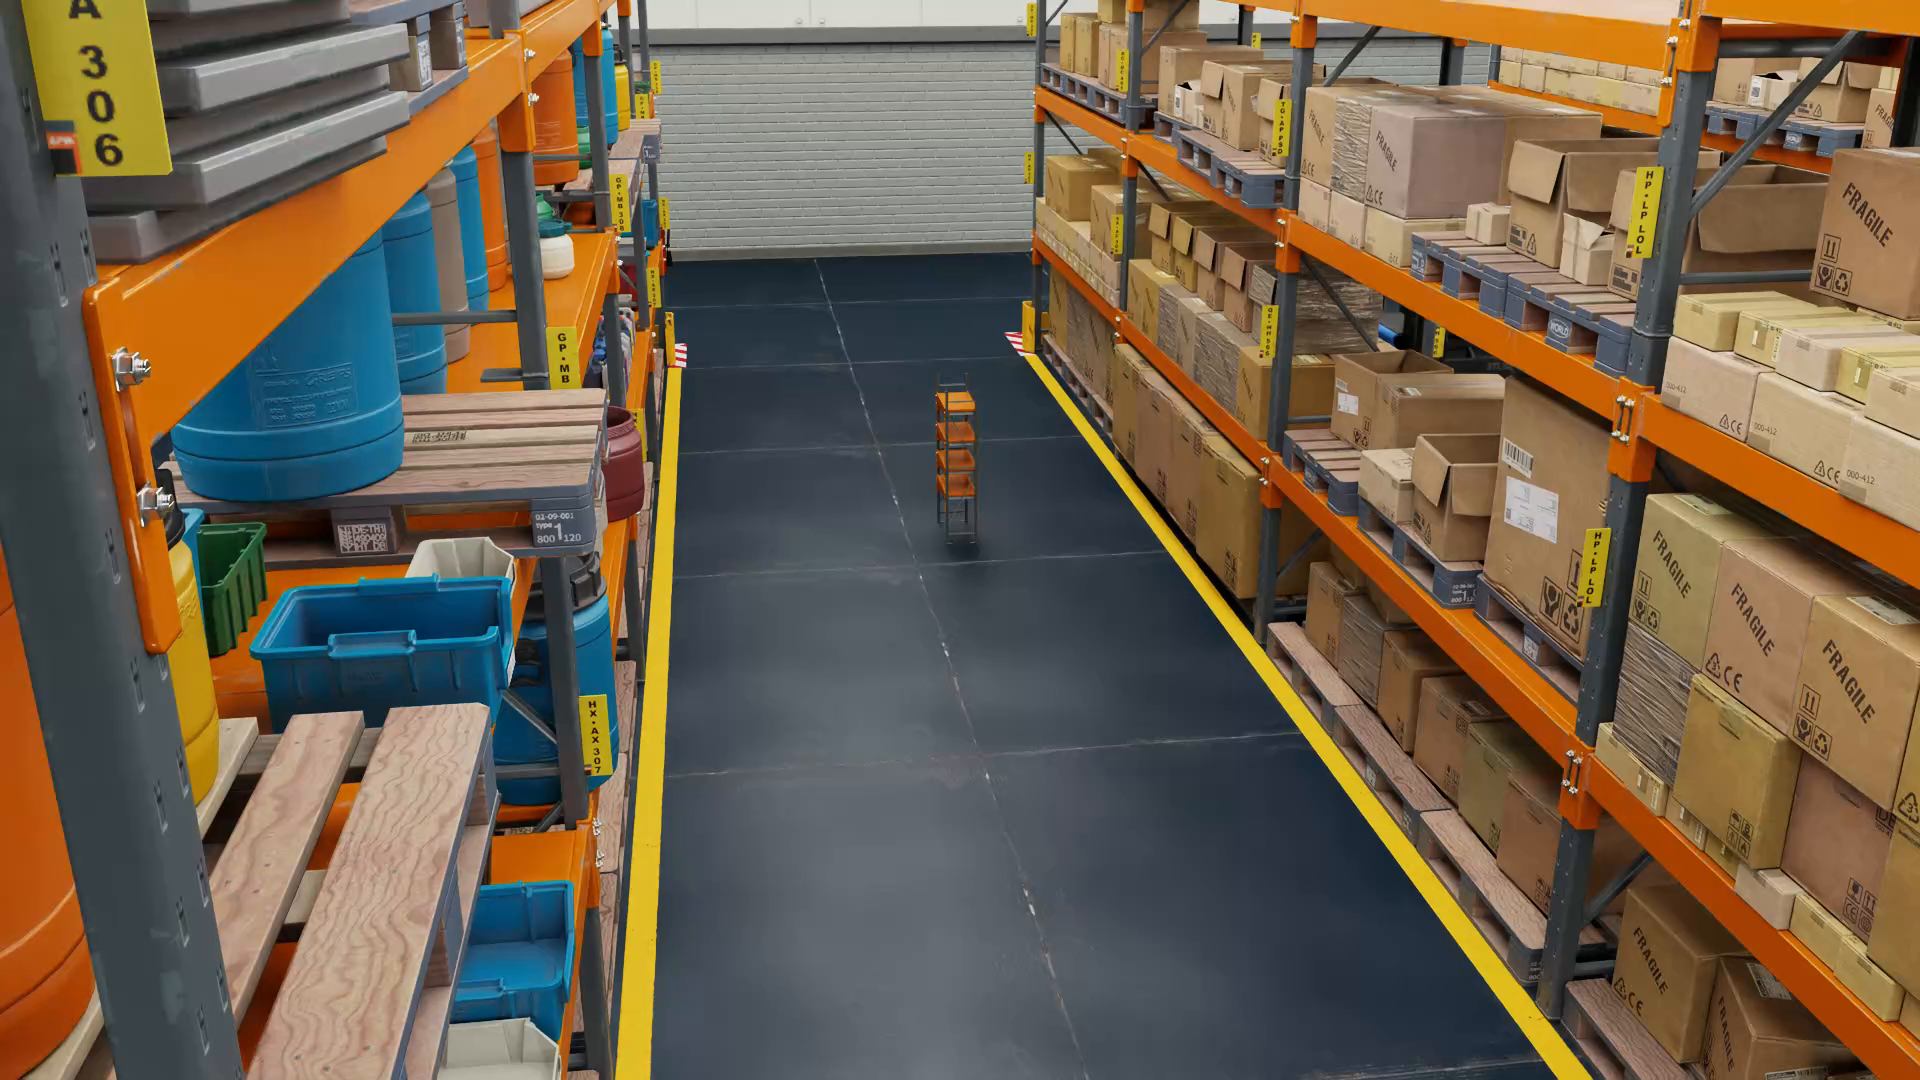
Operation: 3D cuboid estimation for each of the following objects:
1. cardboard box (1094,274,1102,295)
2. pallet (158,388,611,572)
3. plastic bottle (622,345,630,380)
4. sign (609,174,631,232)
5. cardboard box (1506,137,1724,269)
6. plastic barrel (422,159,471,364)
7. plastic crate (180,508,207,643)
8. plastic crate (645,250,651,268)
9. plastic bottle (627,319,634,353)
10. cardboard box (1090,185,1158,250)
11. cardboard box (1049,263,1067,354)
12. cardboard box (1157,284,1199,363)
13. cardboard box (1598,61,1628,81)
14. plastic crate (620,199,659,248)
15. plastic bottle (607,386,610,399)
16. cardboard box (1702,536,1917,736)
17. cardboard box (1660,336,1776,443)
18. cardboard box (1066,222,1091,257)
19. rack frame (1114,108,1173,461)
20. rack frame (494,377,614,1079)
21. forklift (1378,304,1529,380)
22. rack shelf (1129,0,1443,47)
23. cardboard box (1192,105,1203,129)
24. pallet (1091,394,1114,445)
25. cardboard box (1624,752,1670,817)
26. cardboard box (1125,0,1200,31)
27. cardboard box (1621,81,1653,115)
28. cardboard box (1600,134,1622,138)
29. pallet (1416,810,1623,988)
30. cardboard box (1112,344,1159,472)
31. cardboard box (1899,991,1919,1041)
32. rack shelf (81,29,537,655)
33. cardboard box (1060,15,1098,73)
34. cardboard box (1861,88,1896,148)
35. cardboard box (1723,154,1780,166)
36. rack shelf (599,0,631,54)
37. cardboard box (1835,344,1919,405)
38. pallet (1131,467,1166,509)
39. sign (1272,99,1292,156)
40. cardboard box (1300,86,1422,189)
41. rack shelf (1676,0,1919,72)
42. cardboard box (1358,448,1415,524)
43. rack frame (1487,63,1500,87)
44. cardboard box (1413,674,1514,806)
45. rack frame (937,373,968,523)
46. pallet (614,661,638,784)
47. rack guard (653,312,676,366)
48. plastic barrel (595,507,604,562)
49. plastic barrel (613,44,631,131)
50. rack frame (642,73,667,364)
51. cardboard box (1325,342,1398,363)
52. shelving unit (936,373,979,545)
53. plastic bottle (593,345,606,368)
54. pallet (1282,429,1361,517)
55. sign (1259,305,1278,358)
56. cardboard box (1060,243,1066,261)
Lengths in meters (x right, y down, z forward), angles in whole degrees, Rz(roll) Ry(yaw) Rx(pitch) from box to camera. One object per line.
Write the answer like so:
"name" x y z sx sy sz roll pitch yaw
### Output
"cardboard box" 1.422 -2.296 14.936 0.380 0.149 0.250 -3 21 -9
"pallet" -1.683 -0.199 4.945 1.213 0.211 1.003 -3 21 -8
"plastic bottle" -2.482 -1.291 12.062 0.152 0.276 0.135 -3 21 -8
"sign" -1.917 -1.898 9.374 0.100 0.325 0.005 -3 21 -8
"cardboard box" 2.911 -1.521 7.467 0.797 0.503 0.637 -2 21 -6
"plastic barrel" -2.266 -1.159 6.528 0.600 0.901 0.600 0 20 0
"plastic crate" -1.880 0.215 3.589 0.392 0.384 0.575 -3 21 -8
"plastic crate" -3.064 -2.533 15.366 0.416 0.233 0.300 -3 21 -8
"plastic bottle" -2.608 -1.592 12.869 0.152 0.276 0.135 -3 21 -8
"cardboard box" 1.465 -2.887 14.875 0.500 0.500 0.500 -3 21 -7
"cardboard box" 1.459 -2.516 17.601 0.875 0.875 0.875 -3 21 -8
"cardboard box" 1.828 -1.674 12.769 0.500 0.500 0.500 -3 21 -9
"cardboard box" 6.326 -4.439 15.527 0.500 0.250 0.500 -2 21 -6
"plastic crate" -3.381 -3.220 16.914 0.616 0.435 0.499 -3 21 -8
"plastic bottle" -2.312 -0.946 11.145 0.097 0.271 0.097 0 20 0
"cardboard box" 2.904 0.310 5.602 0.500 0.500 0.500 -3 21 -8
"cardboard box" 2.829 -0.543 5.811 0.500 0.250 0.500 -4 21 -10
"cardboard box" 1.320 -2.887 15.947 0.500 0.250 0.500 -3 21 -9
"rack frame" 1.864 -2.147 14.177 1.000 3.000 0.127 -3 21 -8
"rack frame" -1.884 0.873 6.092 1.000 3.000 0.127 -3 21 -8
"forklift" 4.357 -1.928 13.690 1.130 2.935 3.031 -3 21 -8
"rack shelf" 2.153 -3.740 11.469 1.077 0.370 4.000 -3 21 -8
"cardboard box" 1.930 -3.108 12.222 0.380 0.149 0.250 -4 21 -10
"pallet" 1.832 -1.108 15.380 1.003 0.211 1.213 -3 21 -8
"cardboard box" 2.774 0.918 6.331 0.380 0.149 0.250 -3 21 -8
"cardboard box" 1.735 -4.520 14.285 0.500 0.250 0.500 -4 21 -11
"cardboard box" 6.388 -4.027 15.137 0.500 0.250 0.500 -3 21 -8
"cardboard box" 6.221 -3.701 16.341 0.500 0.500 0.500 -4 21 -9
"pallet" 2.904 1.660 7.970 1.003 0.211 1.213 -3 21 -8
"cardboard box" 1.976 -1.128 13.885 1.225 0.875 0.875 -3 21 -8
"cardboard box" 3.061 1.433 4.951 0.380 0.149 0.250 -3 21 -8
"rack shelf" -1.596 -0.721 3.384 1.077 0.370 4.000 -3 21 -8
"cardboard box" 1.377 -4.849 16.239 0.700 0.500 0.500 -4 21 -10
"cardboard box" 6.877 -2.960 11.924 0.500 0.500 0.500 -3 21 -8
"cardboard box" 6.963 -3.185 14.960 0.500 0.500 0.500 -2 21 -6
"rack shelf" -2.749 -3.491 10.800 1.077 0.370 4.000 -3 21 -8
"cardboard box" 2.961 -0.504 5.136 0.380 0.149 0.250 -2 21 -6
"pallet" 2.050 -0.577 13.960 1.003 0.211 1.213 -3 21 -8
"sign" 1.890 -2.421 9.772 0.100 0.325 0.005 -3 21 -8
"cardboard box" 2.254 -2.272 9.369 0.500 0.500 0.500 -3 21 -7
"rack shelf" 3.306 -1.156 3.984 1.077 0.370 4.000 -3 21 -8
"cardboard box" 2.455 -0.296 8.837 0.500 0.250 0.500 -4 21 -9
"rack frame" 6.210 -3.747 18.461 1.000 3.000 0.127 -3 21 -8
"cardboard box" 2.819 1.014 8.657 0.700 0.500 0.500 -5 21 -12
"rack frame" -0.059 -0.704 12.886 0.240 1.200 0.015 -3 21 -8
"pallet" -2.387 1.064 9.565 1.003 0.211 1.213 -3 21 -8
"rack guard" -3.630 -2.119 17.674 1.175 0.500 0.348 -3 21 -8
"plastic barrel" -2.040 -0.073 8.465 0.421 0.512 0.421 0 20 0
"plastic barrel" -2.705 -3.281 12.058 0.600 0.588 0.600 0 20 0
"rack frame" -3.614 -3.282 17.216 1.000 3.000 0.127 -3 21 -8
"cardboard box" 2.640 -0.991 10.939 0.500 0.500 0.500 -2 21 -6
"shelving unit" -0.024 -0.619 12.660 0.258 1.200 0.503 -3 21 -8
"plastic bottle" -2.603 -1.276 12.029 0.097 0.271 0.097 0 20 0
"pallet" 2.649 -0.431 9.856 1.213 0.211 1.003 -3 21 -8
"sign" 1.892 -1.275 10.188 0.100 0.325 0.005 -3 21 -8
"cardboard box" 1.200 -2.829 16.364 0.380 0.149 0.250 -3 21 -8
